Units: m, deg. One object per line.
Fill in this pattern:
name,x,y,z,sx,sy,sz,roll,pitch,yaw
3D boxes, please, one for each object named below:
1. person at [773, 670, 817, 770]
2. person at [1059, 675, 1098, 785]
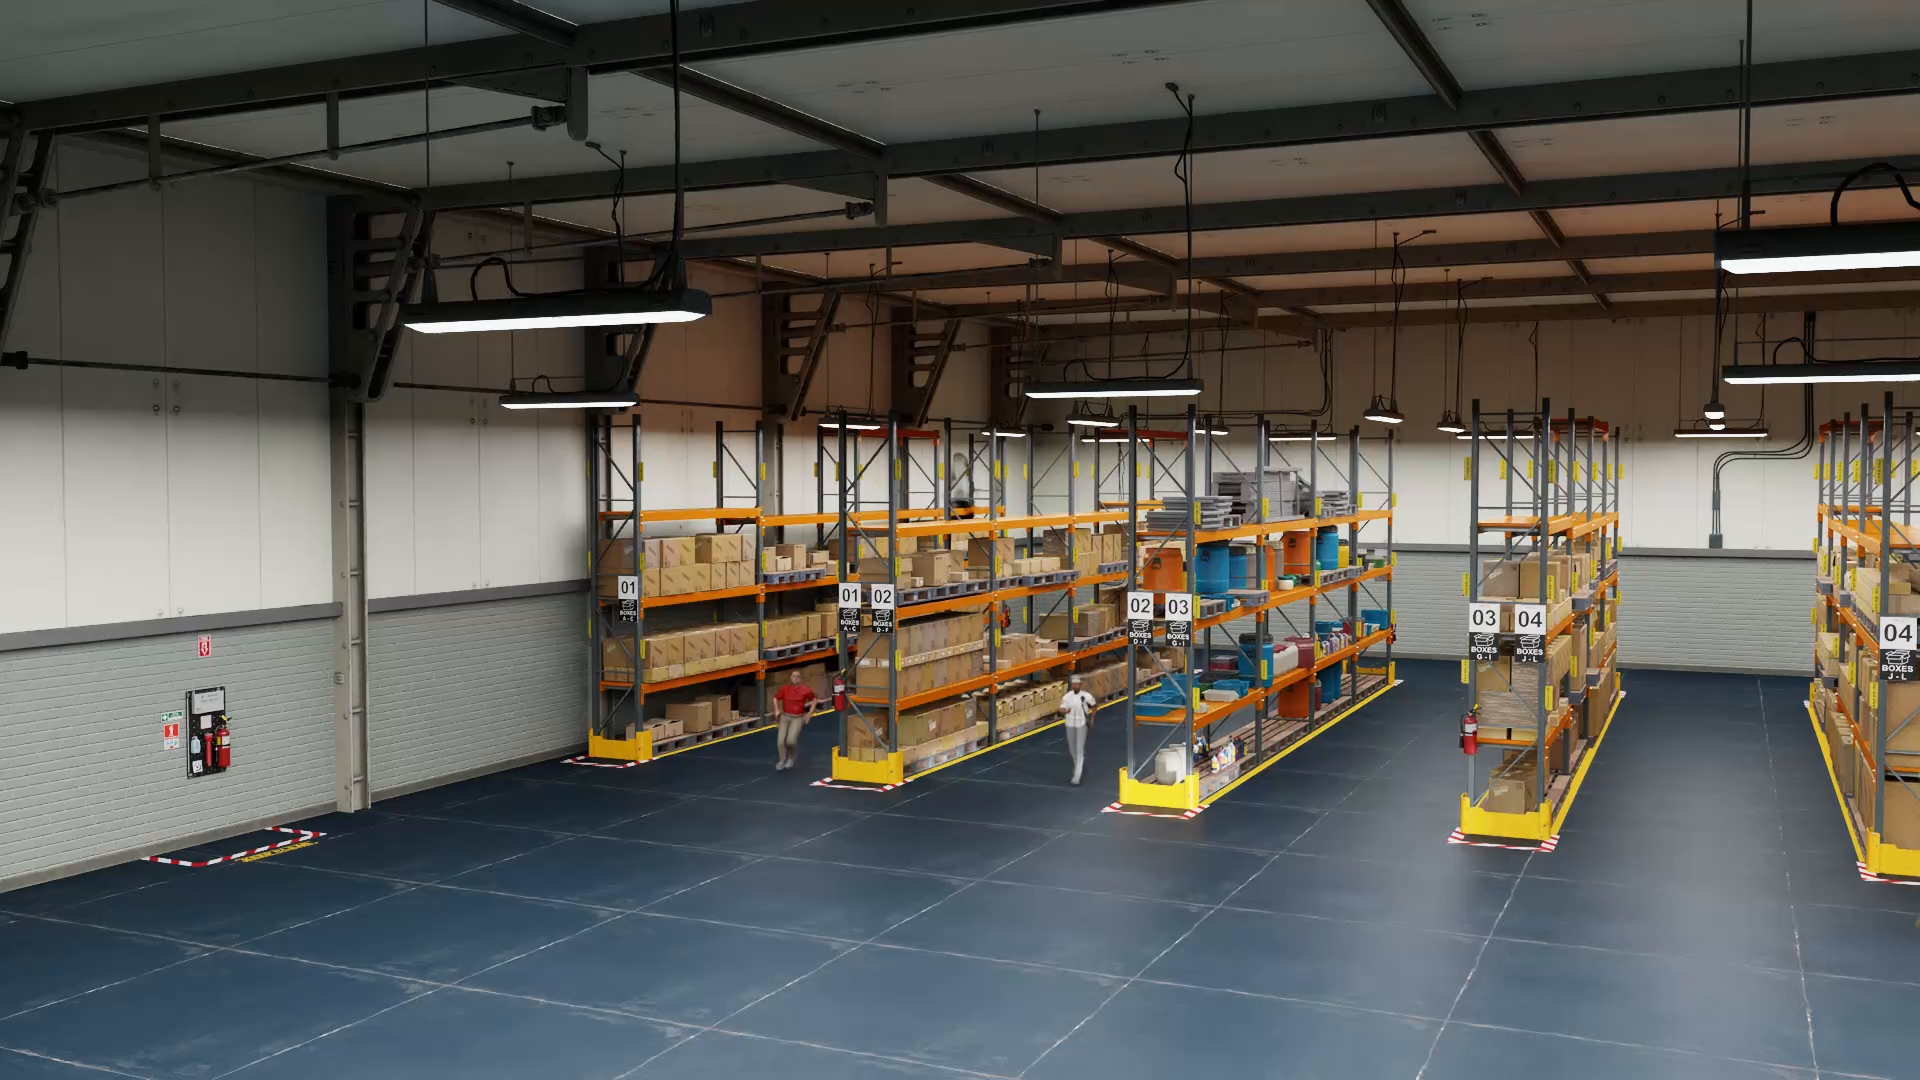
person,-2.801,3.019,27.852,0.723,1.674,0.585,0,2,12
person,1.897,3.028,26.883,0.566,1.708,0.910,1,3,21
